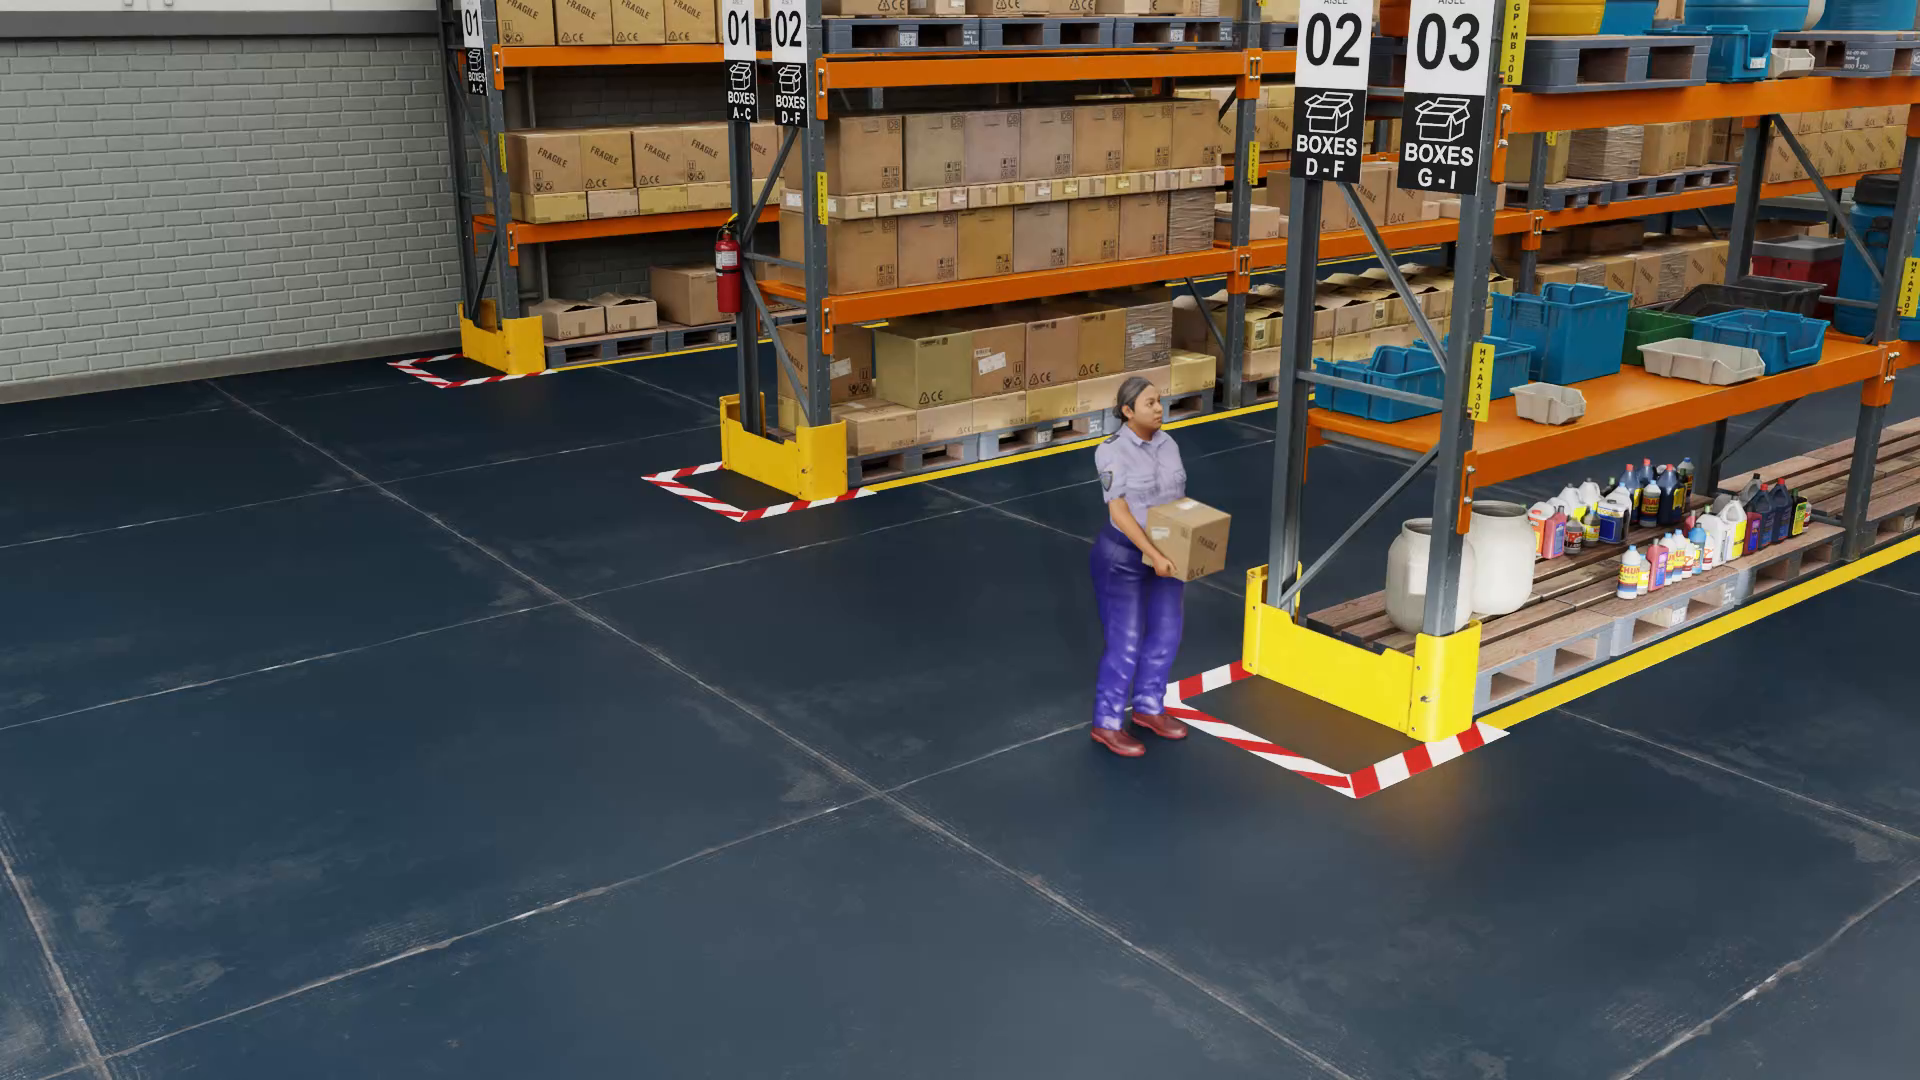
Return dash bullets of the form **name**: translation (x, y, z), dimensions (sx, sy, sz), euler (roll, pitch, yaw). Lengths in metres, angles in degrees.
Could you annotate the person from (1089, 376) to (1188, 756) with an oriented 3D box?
- **person**: translation (0.844, 0.124, 7.225), dimensions (0.454, 1.624, 0.514), euler (-15, 23, -39)
